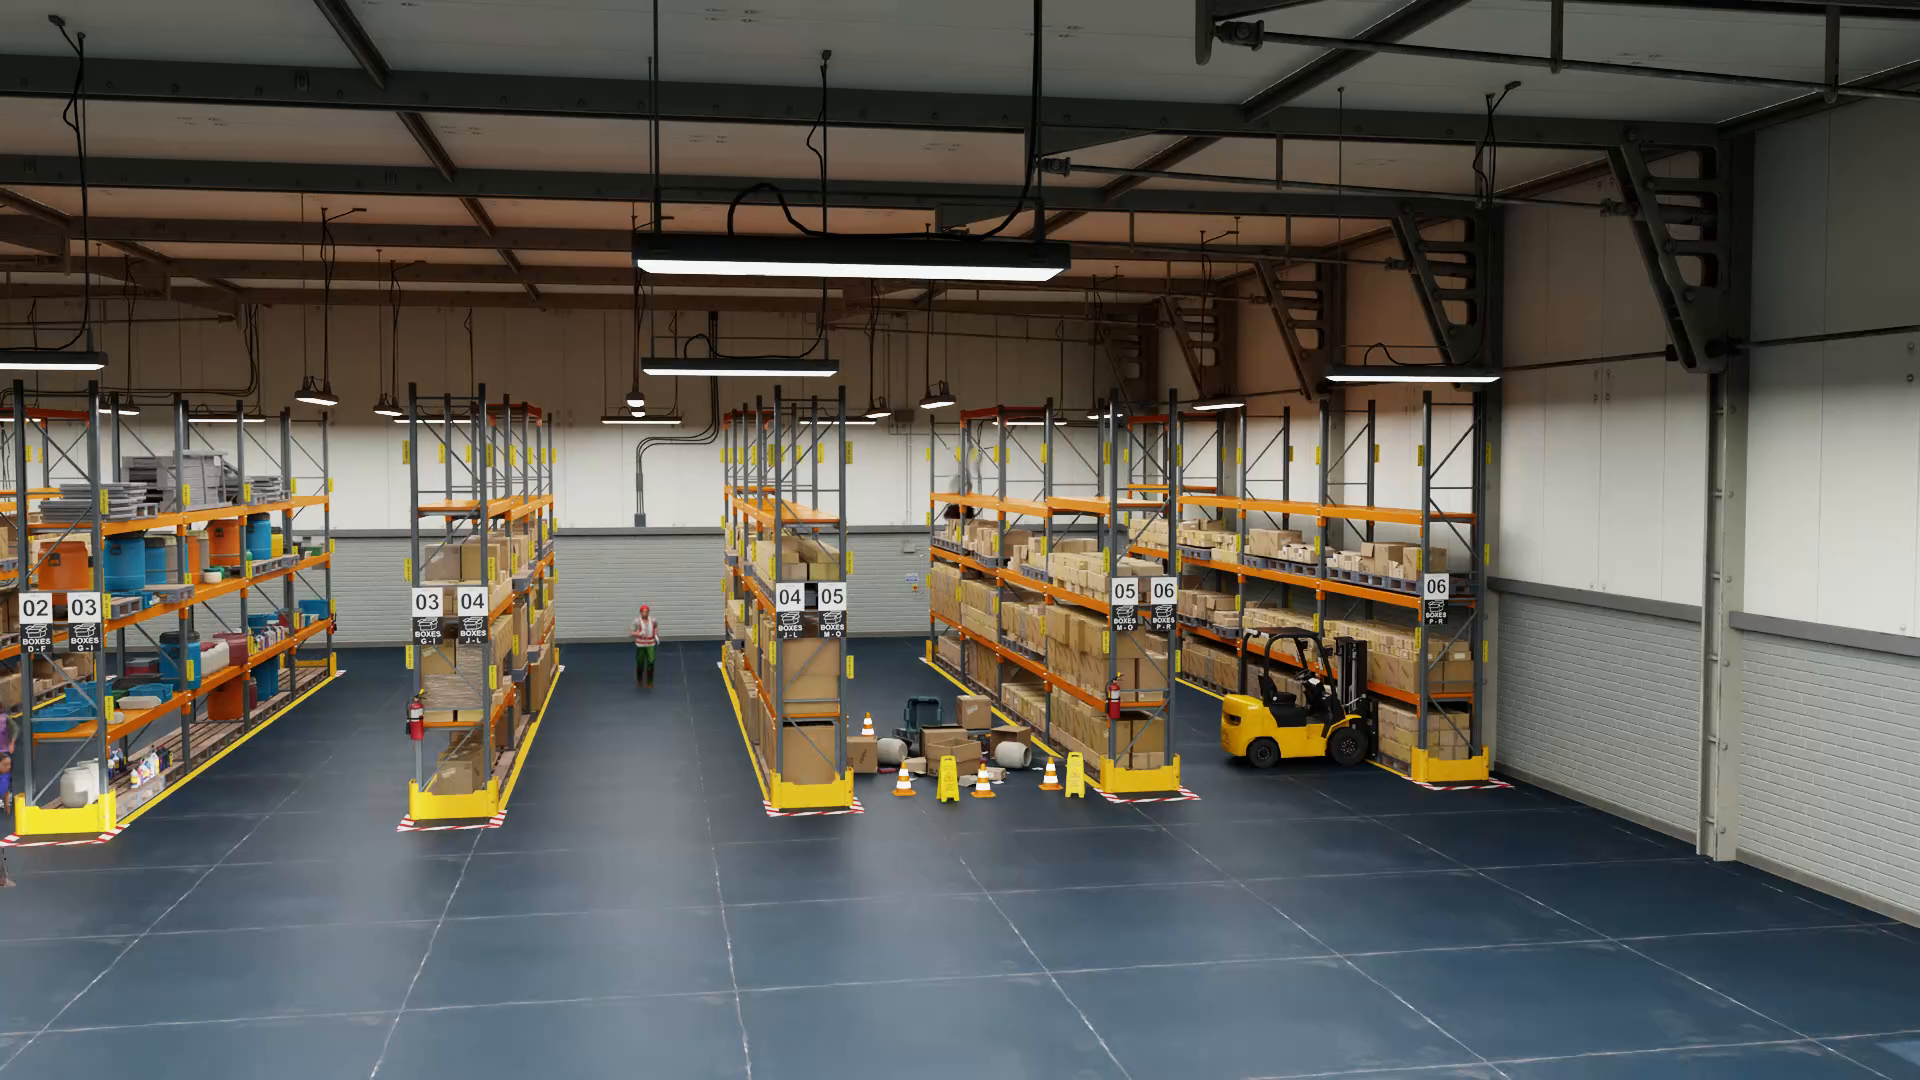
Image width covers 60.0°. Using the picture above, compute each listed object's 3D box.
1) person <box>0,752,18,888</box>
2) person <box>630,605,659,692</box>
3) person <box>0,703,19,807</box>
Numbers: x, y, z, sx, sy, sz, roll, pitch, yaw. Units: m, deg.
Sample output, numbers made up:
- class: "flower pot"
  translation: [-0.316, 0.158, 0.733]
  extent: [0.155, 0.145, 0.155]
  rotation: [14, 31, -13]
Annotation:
- class: "person"
  translation: [-11.433, 3.264, 19.346]
  extent: [0.978, 1.601, 0.612]
  rotation: [1, 3, 18]
- class: "person"
  translation: [-6.732, 2.286, 35.520]
  extent: [0.652, 1.825, 0.905]
  rotation: [-1, 3, -20]
- class: "person"
  translation: [-13.641, 3.018, 23.514]
  extent: [0.533, 1.561, 0.576]
  rotation: [-1, 3, -17]
